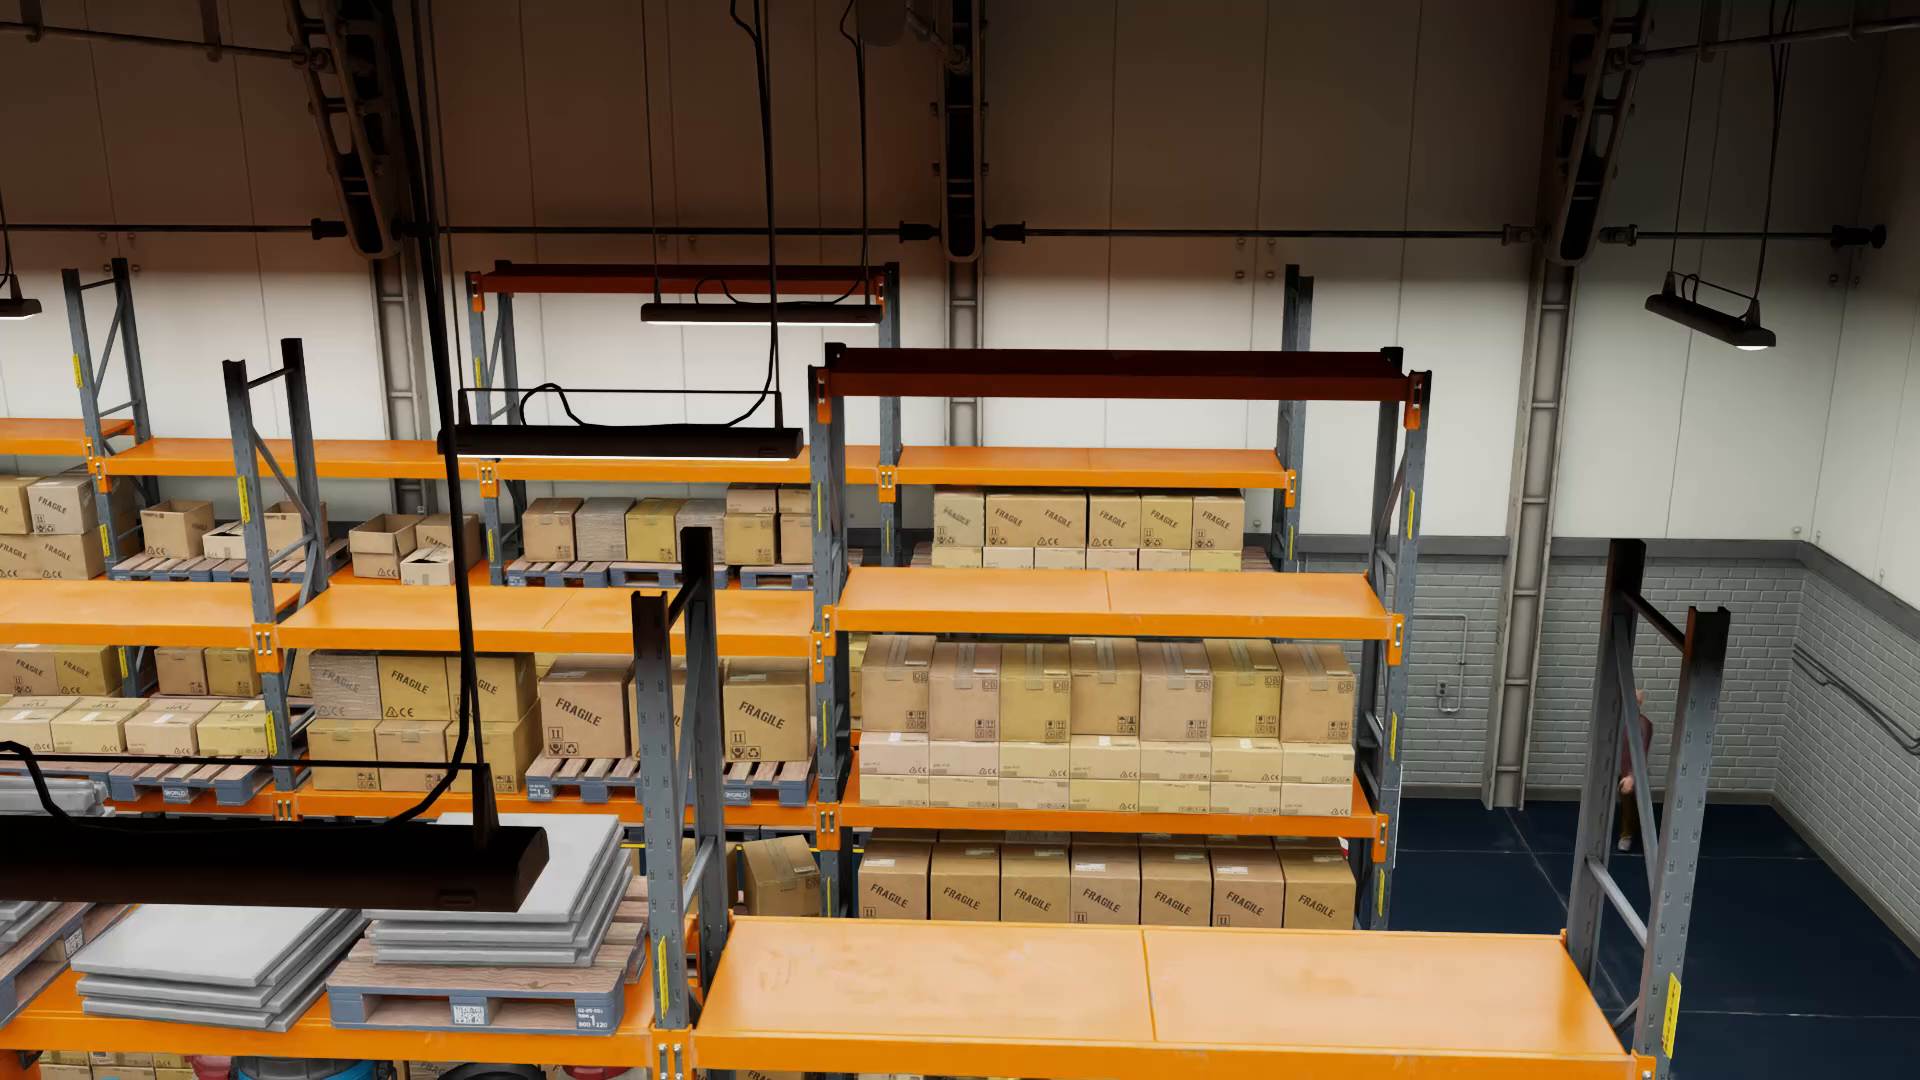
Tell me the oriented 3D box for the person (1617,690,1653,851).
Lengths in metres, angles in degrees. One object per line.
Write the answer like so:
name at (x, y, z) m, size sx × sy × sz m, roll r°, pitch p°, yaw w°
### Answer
person at (6.819, 2.400, 17.207) m, size 0.621 × 1.822 × 0.595 m, roll -14°, pitch 22°, yaw -41°
